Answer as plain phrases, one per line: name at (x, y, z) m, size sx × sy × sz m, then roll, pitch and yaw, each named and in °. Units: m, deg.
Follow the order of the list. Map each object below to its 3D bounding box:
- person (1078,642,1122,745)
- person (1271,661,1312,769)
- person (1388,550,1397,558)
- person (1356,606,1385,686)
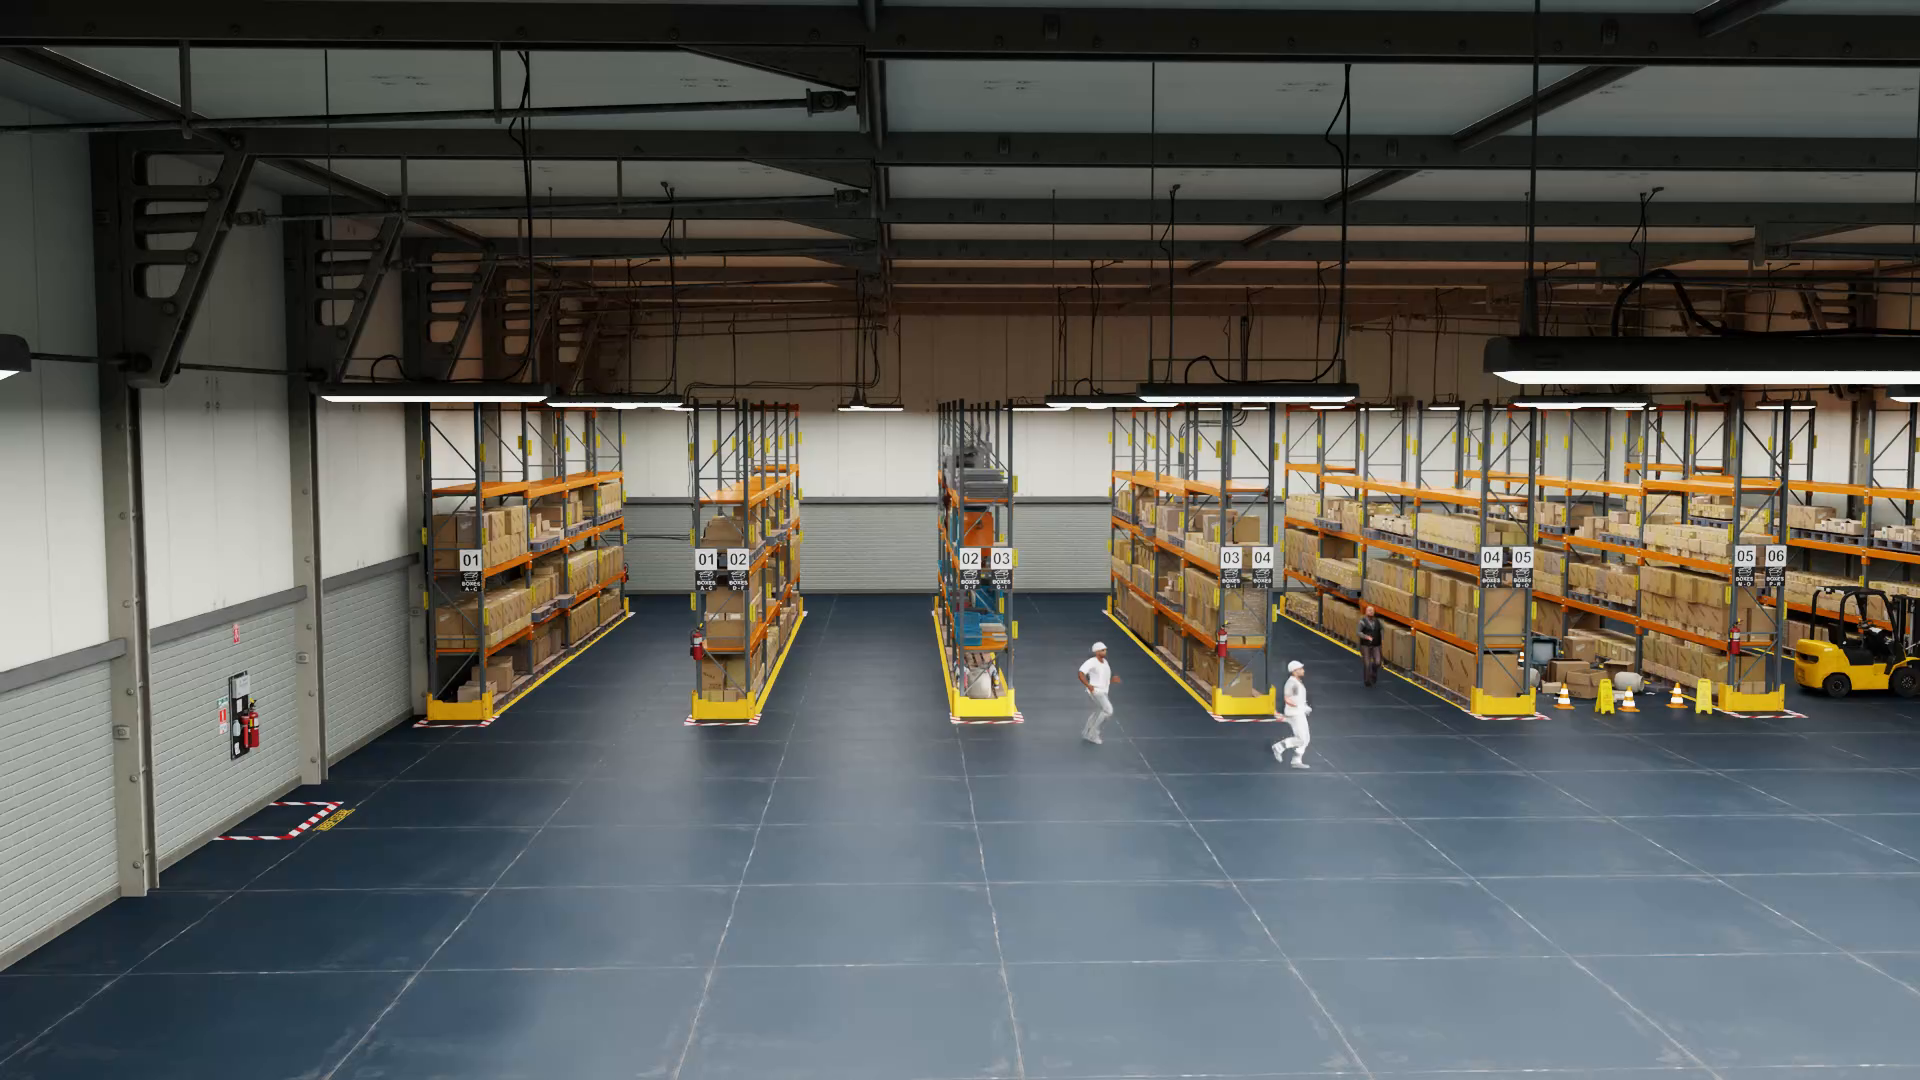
person at (2.436, 2.660, 28.857) m, size 0.700 × 1.773 × 0.673 m, roll 2°, pitch 5°, yaw 28°
person at (5.373, 2.813, 26.829) m, size 0.644 × 1.742 × 0.651 m, roll 2°, pitch 5°, yaw 22°
person at (12.752, 1.114, 49.203) m, size 0.747 × 1.817 × 0.669 m, roll 0°, pitch 4°, yaw -6°
person at (8.618, 2.234, 34.821) m, size 0.645 × 1.679 × 0.592 m, roll 0°, pitch 4°, yaw 0°
